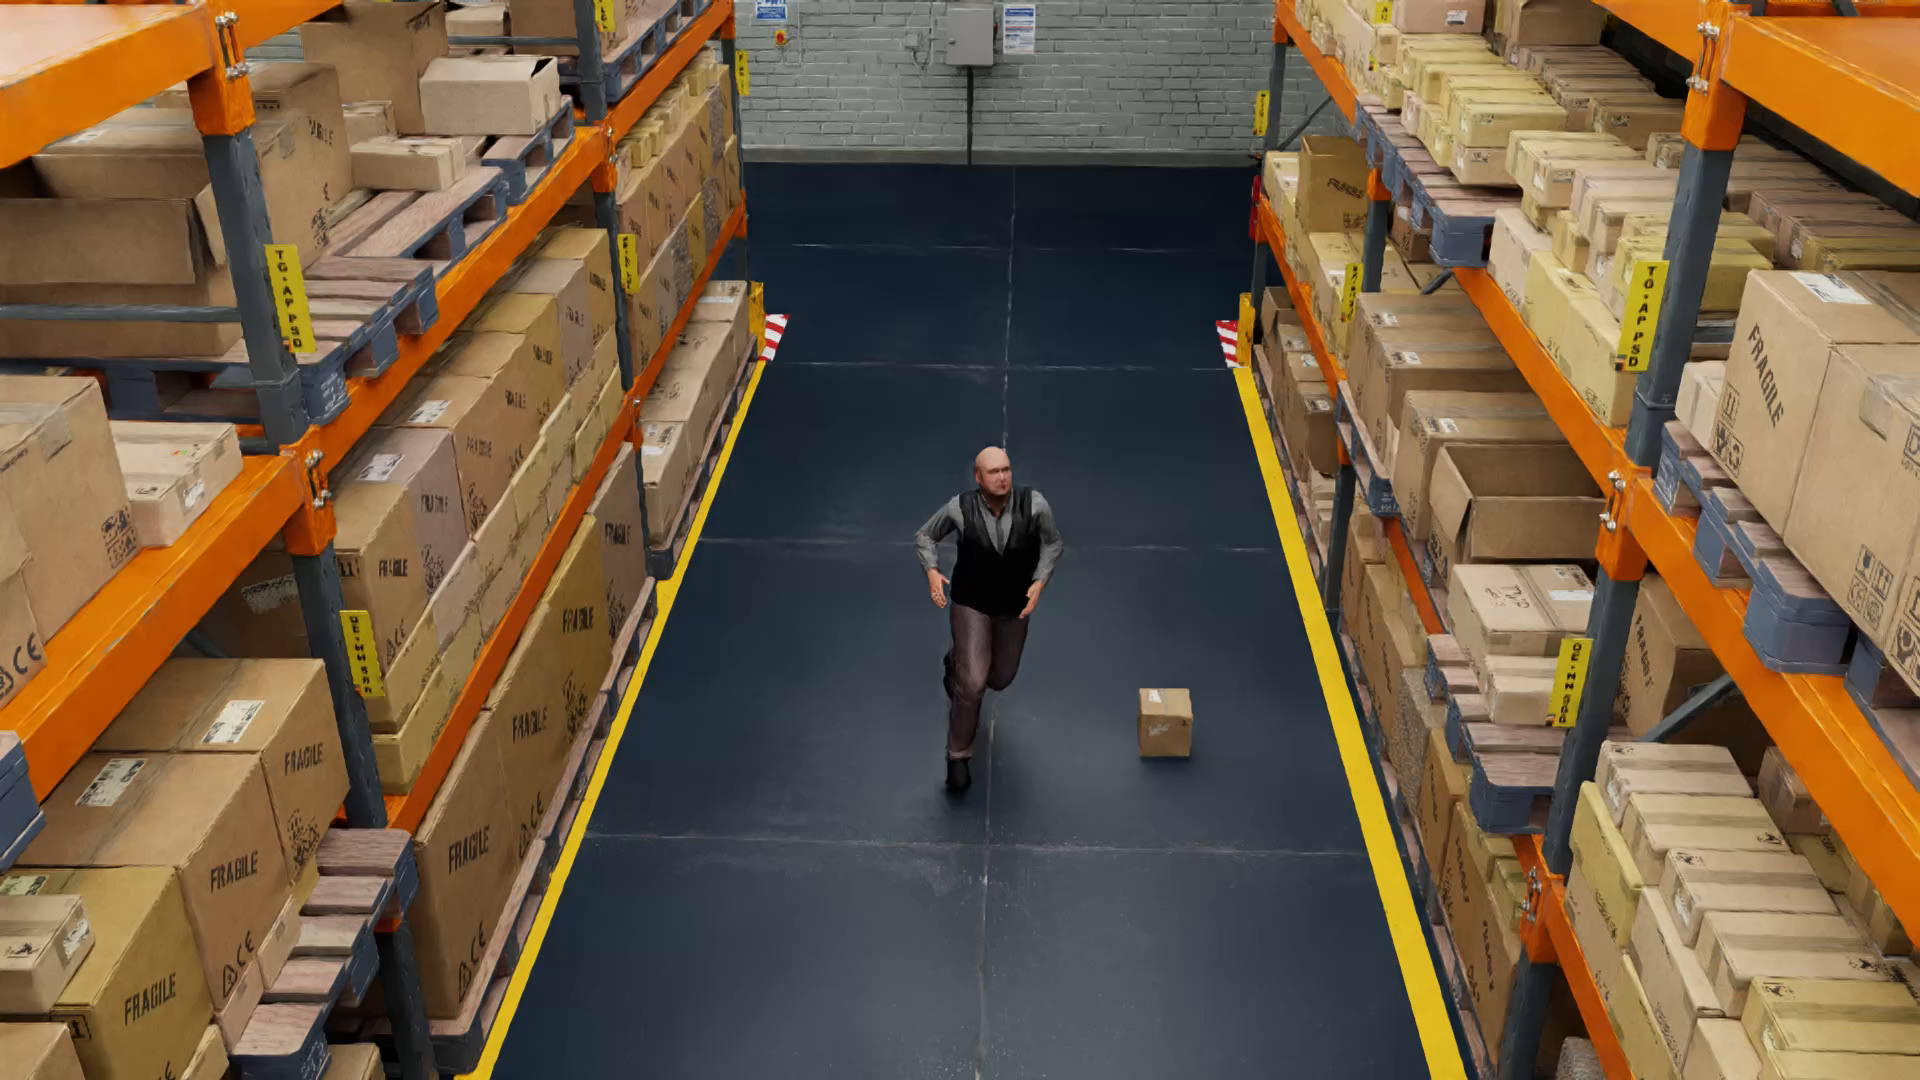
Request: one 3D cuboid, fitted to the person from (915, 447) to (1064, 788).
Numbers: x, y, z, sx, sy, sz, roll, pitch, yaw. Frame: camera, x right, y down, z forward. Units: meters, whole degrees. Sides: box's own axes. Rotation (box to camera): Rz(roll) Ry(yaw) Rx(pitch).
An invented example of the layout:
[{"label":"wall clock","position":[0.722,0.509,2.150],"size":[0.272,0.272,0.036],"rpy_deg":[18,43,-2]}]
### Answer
[{"label":"person","position":[0.152,0.296,8.215],"size":[0.729,1.603,0.983],"rpy_deg":[-9,29,-16]}]
